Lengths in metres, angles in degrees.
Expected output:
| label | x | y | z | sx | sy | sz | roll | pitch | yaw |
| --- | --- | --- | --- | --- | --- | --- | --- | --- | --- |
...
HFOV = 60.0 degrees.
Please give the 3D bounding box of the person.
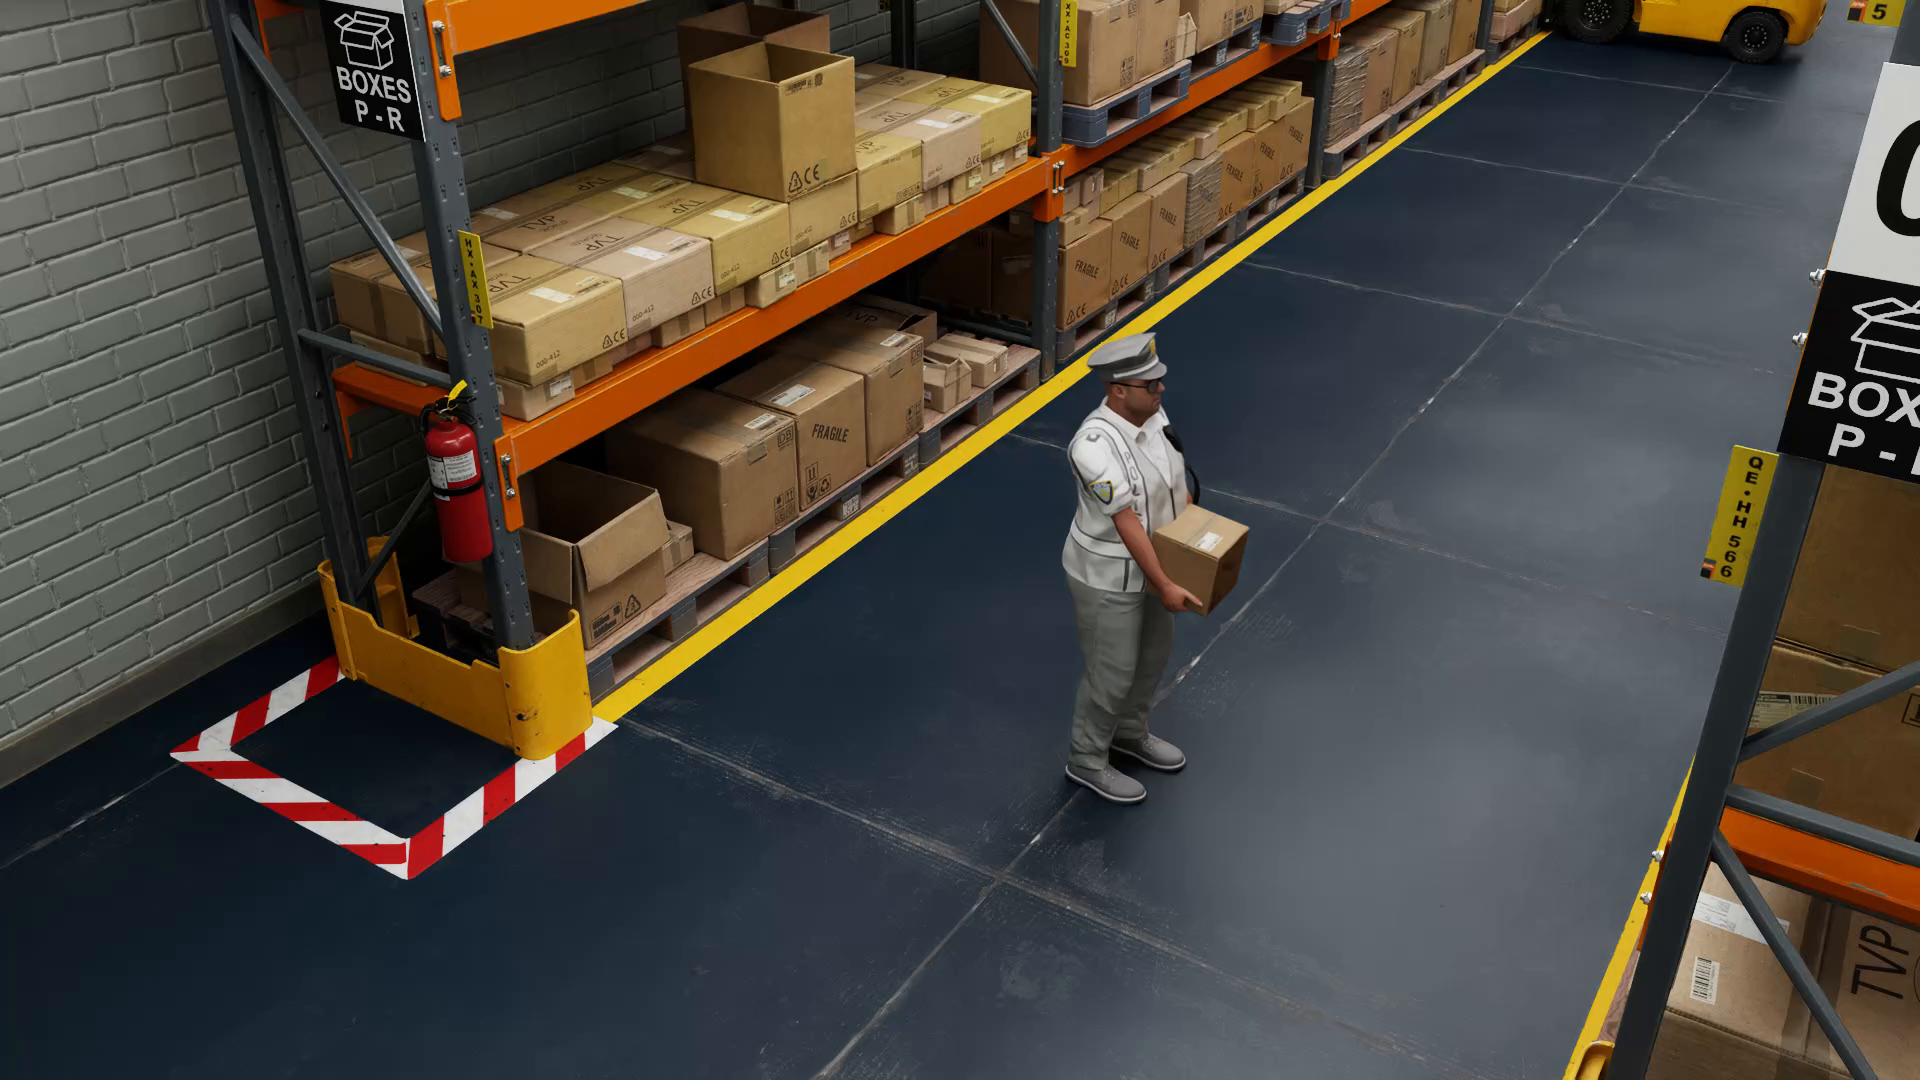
| label | x | y | z | sx | sy | sz | roll | pitch | yaw |
| --- | --- | --- | --- | --- | --- | --- | --- | --- | --- |
| person | 0.666 | 0.113 | 5.917 | 0.566 | 1.771 | 0.490 | 18 | 35 | 28 |
